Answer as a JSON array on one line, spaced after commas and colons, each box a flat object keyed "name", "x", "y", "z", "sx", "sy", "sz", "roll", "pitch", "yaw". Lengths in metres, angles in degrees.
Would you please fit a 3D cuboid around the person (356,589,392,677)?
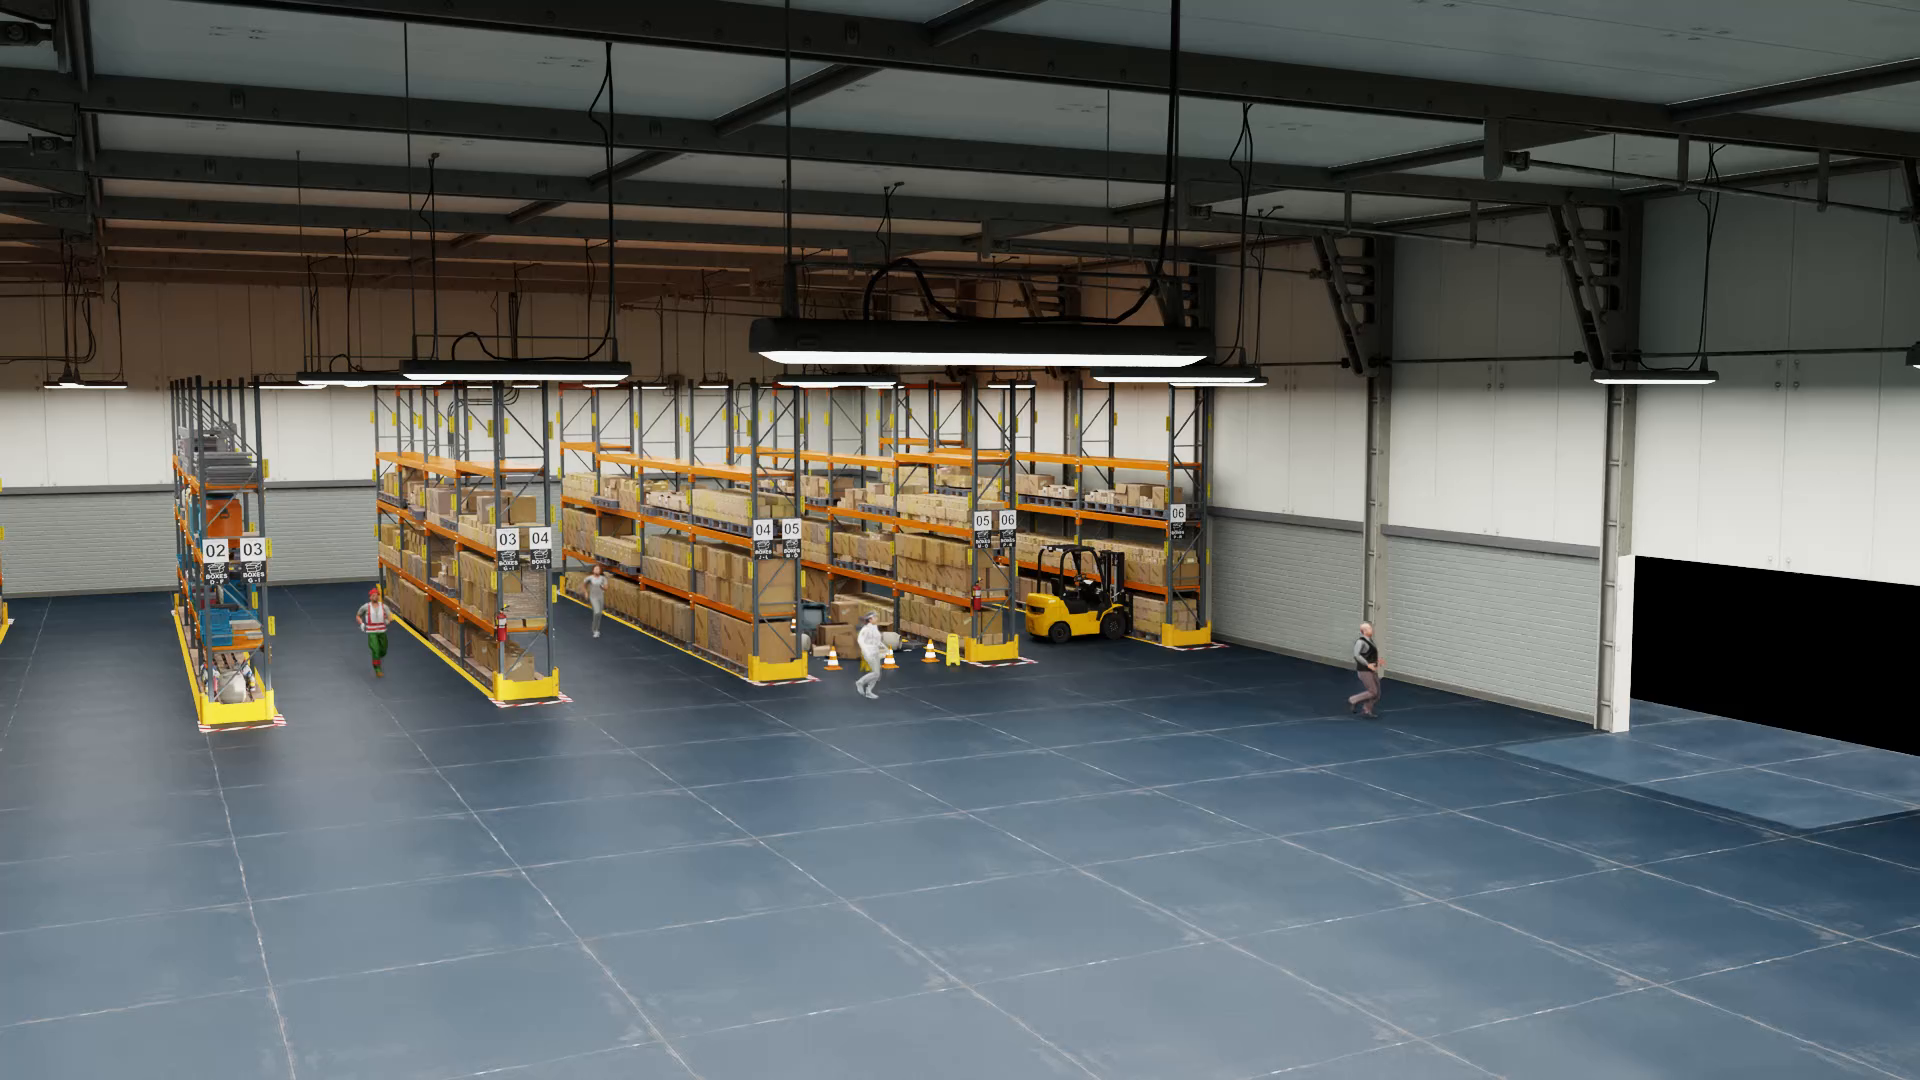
[{"name": "person", "x": -11.793, "y": 1.864, "z": 33.546, "sx": 0.669, "sy": 1.760, "sz": 0.868, "roll": -4, "pitch": 6, "yaw": -35}]

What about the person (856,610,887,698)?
[{"name": "person", "x": -1.657, "y": 2.134, "z": 31.162, "sx": 0.544, "sy": 1.662, "sz": 0.634, "roll": 2, "pitch": 5, "yaw": 20}]

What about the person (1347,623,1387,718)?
[{"name": "person", "x": 7.135, "y": 2.295, "z": 29.169, "sx": 0.609, "sy": 1.672, "sz": 0.658, "roll": 3, "pitch": 6, "yaw": 30}]

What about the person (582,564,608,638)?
[{"name": "person", "x": -8.526, "y": 1.425, "z": 38.989, "sx": 0.531, "sy": 1.720, "sz": 0.738, "roll": -4, "pitch": 6, "yaw": -35}]
